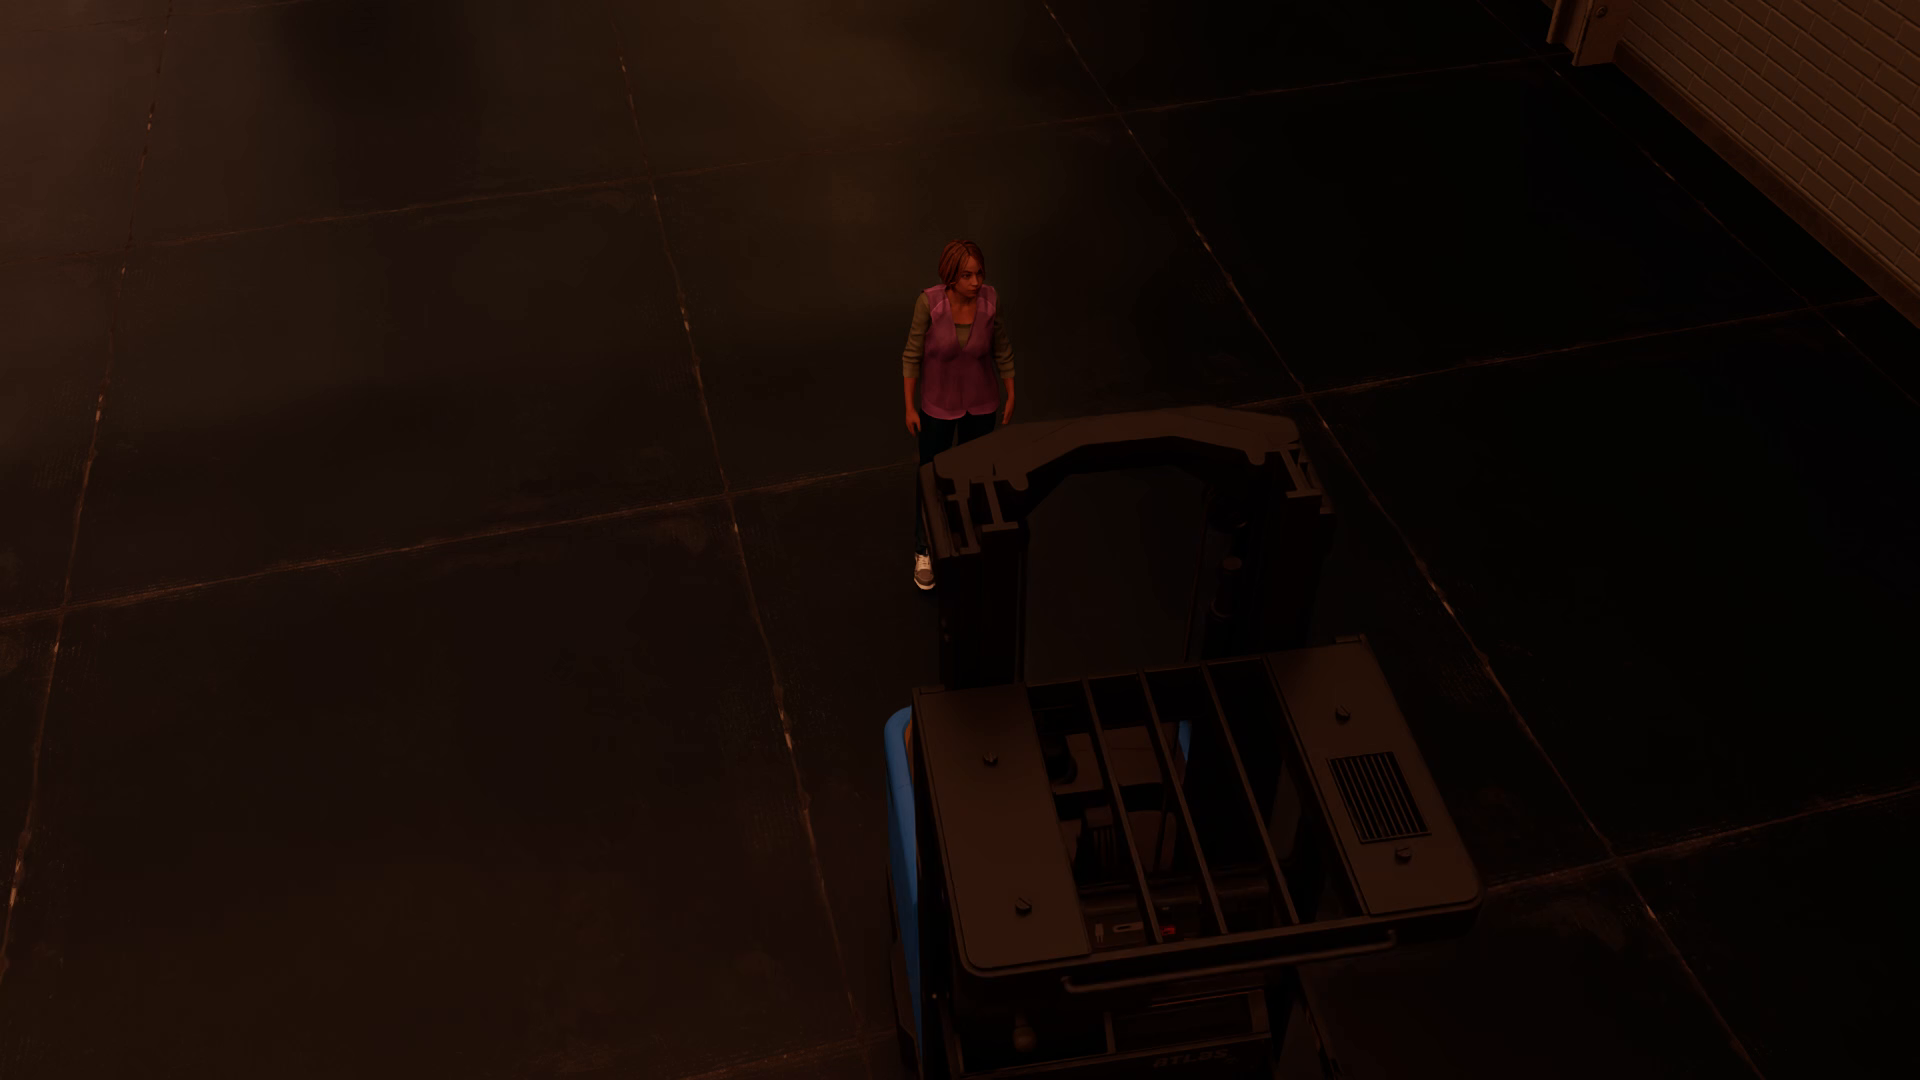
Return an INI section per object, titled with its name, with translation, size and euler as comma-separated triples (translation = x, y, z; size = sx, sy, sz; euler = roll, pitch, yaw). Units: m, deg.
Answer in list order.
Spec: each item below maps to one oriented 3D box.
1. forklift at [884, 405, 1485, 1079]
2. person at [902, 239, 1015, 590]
[forklift]
translation = 0.472, 1.232, 4.342
size = 1.130, 2.935, 3.031
euler = -6, 44, -7
[person]
translation = 0.006, -0.533, 7.171
size = 0.521, 1.599, 0.473
euler = -10, 44, -11
